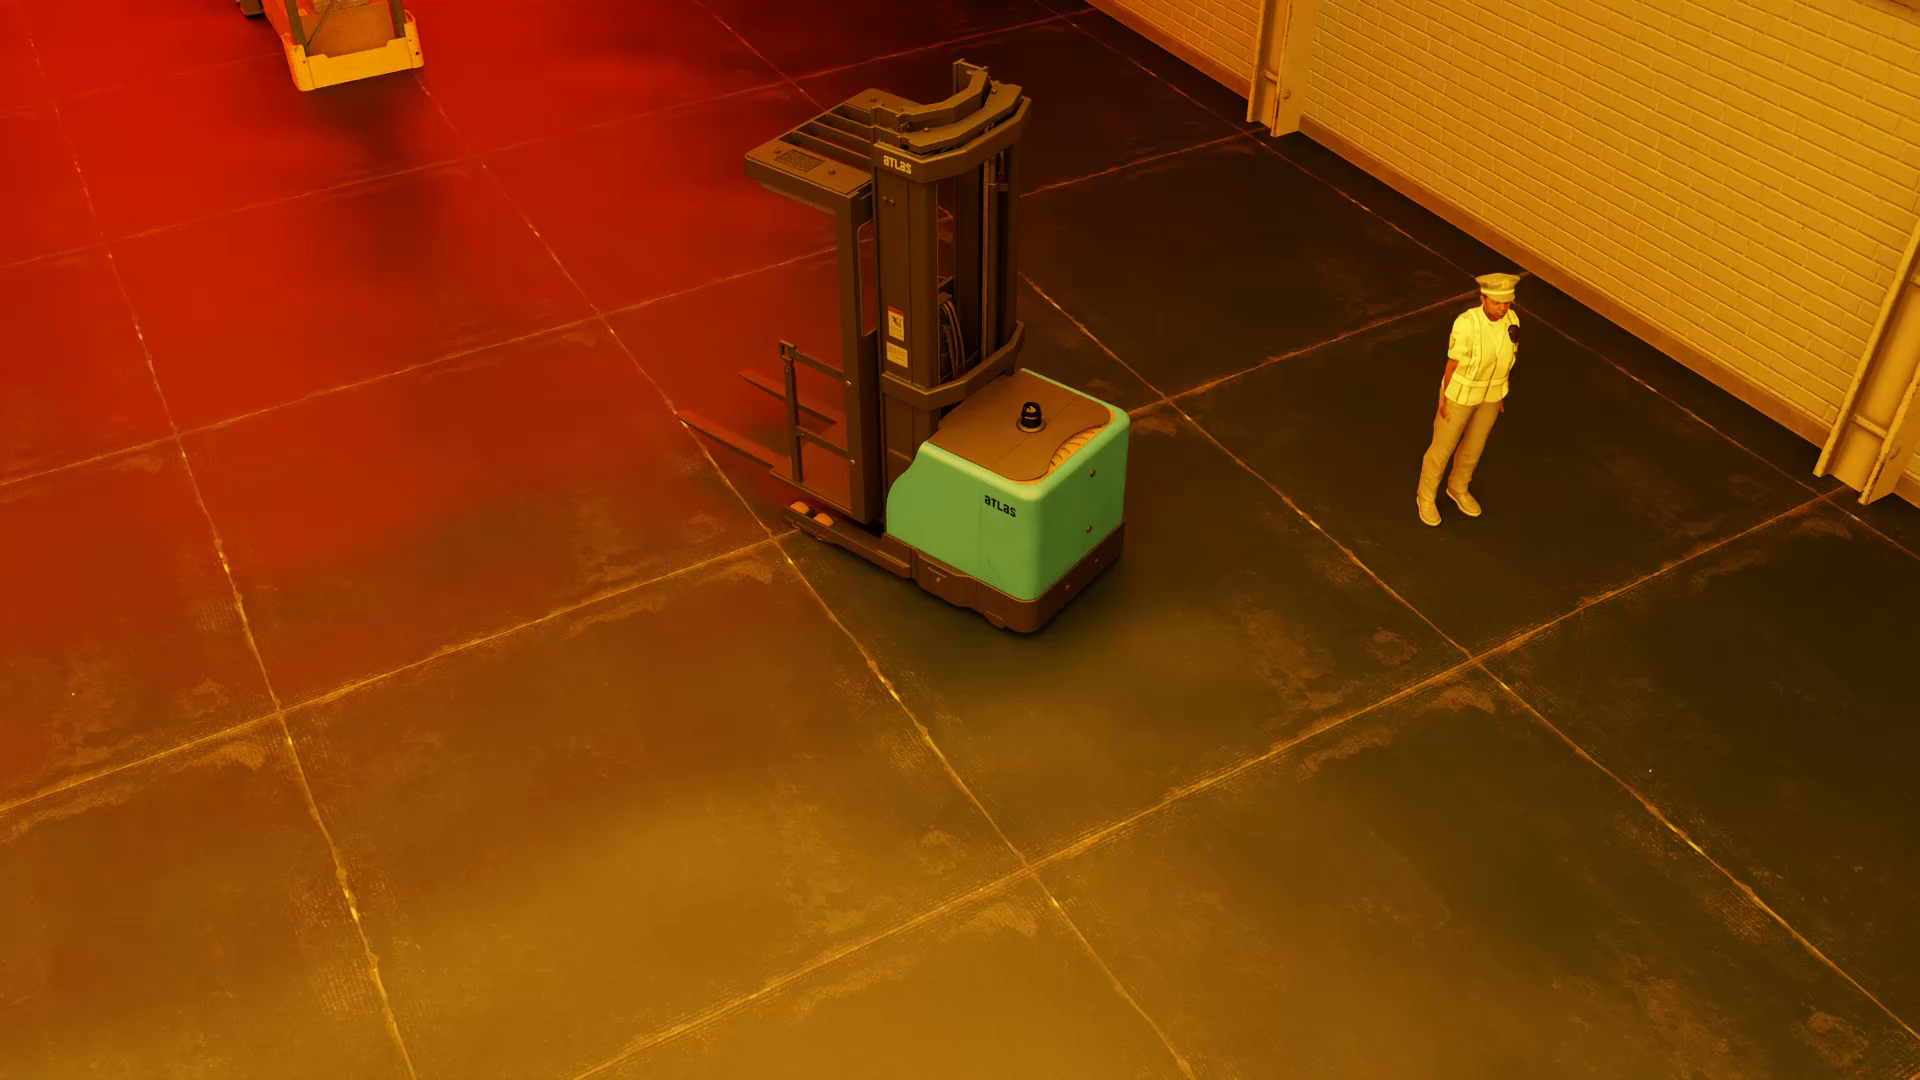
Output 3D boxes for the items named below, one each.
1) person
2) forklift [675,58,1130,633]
[{"bbox_3d":[3.100,-0.865,10.056,0.451,1.690,0.352,-10,41,-12],"label":"person"},{"bbox_3d":[-0.481,-1.366,9.683,3.031,2.935,1.130,26,46,28],"label":"forklift"}]
